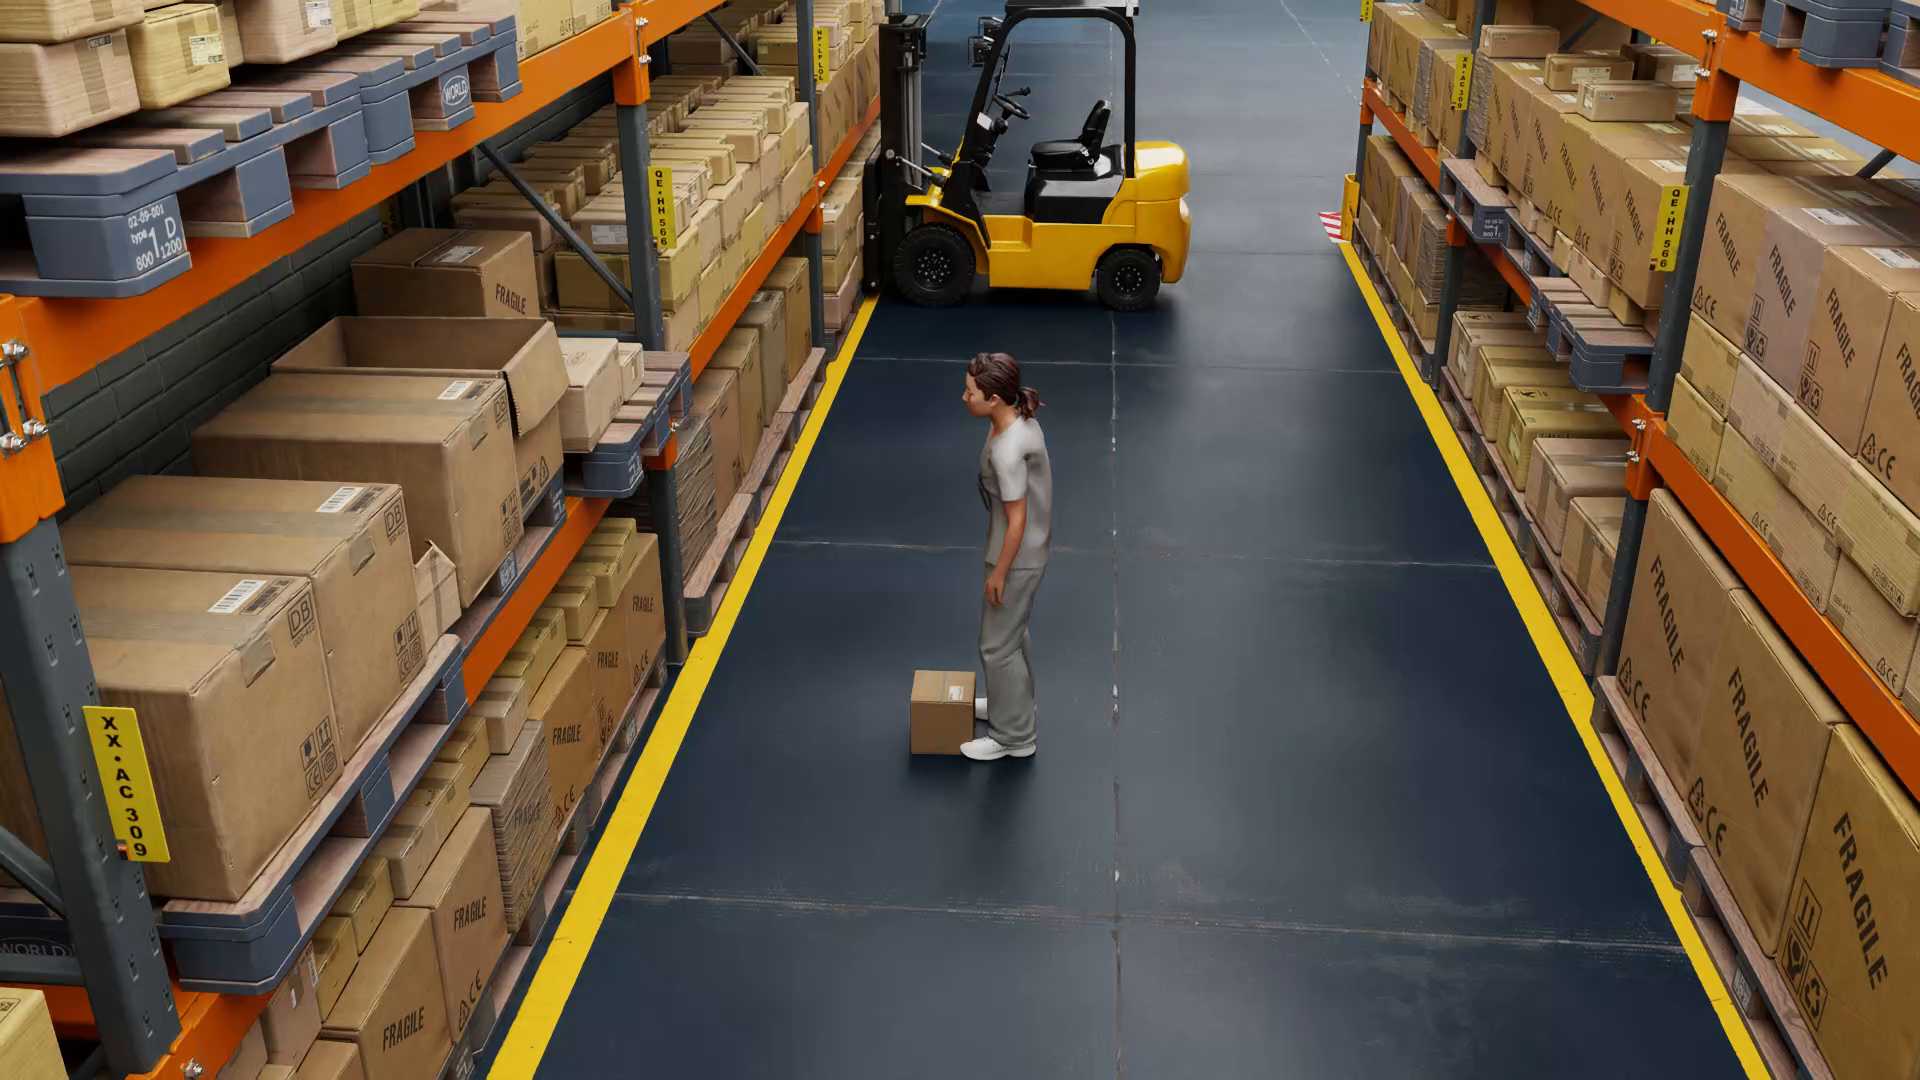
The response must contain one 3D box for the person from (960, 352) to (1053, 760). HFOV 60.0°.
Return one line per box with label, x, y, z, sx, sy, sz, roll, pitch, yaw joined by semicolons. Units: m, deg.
person;0.180;0.062;6.470;0.351;1.673;0.505;1;25;3
